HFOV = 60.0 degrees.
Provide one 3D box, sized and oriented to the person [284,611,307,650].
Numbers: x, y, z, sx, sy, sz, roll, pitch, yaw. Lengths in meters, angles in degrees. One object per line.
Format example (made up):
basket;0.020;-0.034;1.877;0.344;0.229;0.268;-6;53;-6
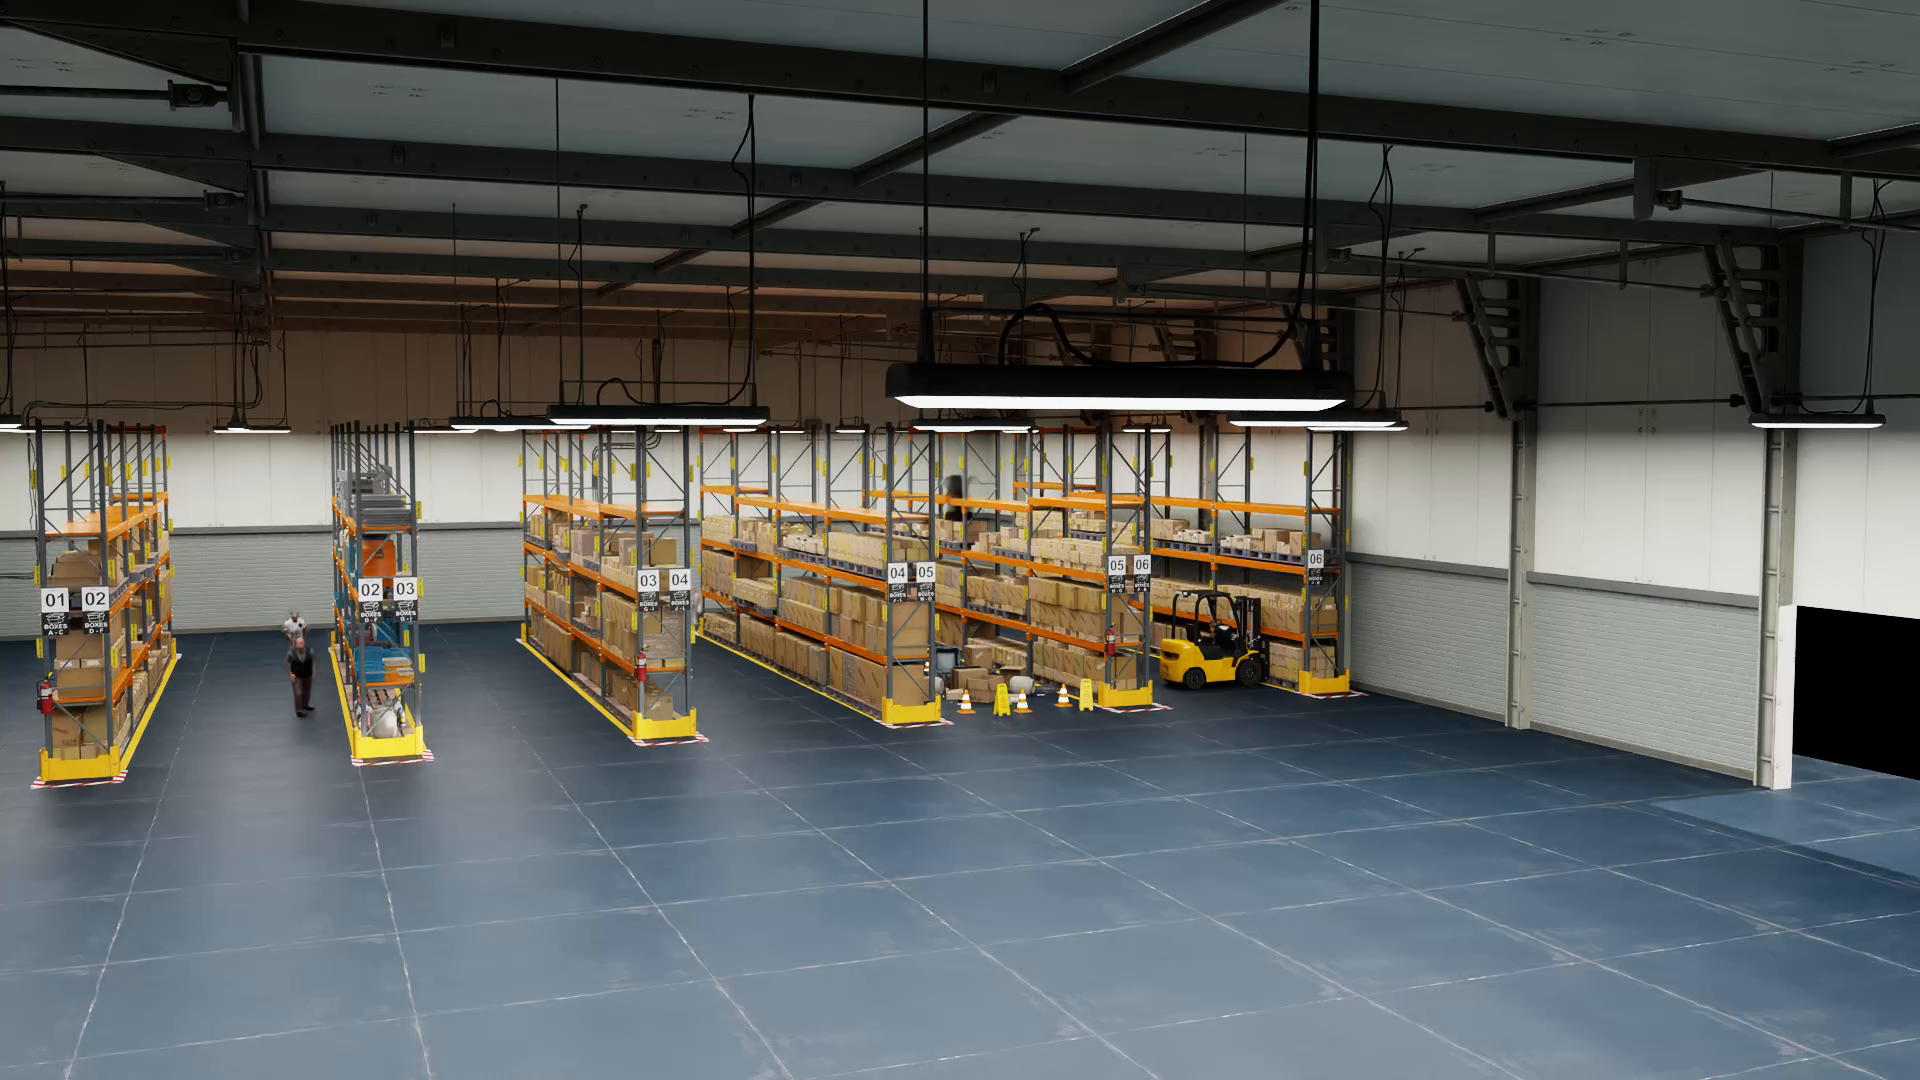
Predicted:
person;-16.159;2.440;40.466;0.604;1.510;0.841;-3;5;-40

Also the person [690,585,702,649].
person;-7.336;2.067;44.932;0.718;1.712;0.706;-2;4;-34

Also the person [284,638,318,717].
person;-13.454;2.785;33.999;0.686;1.637;0.885;-3;5;-39
